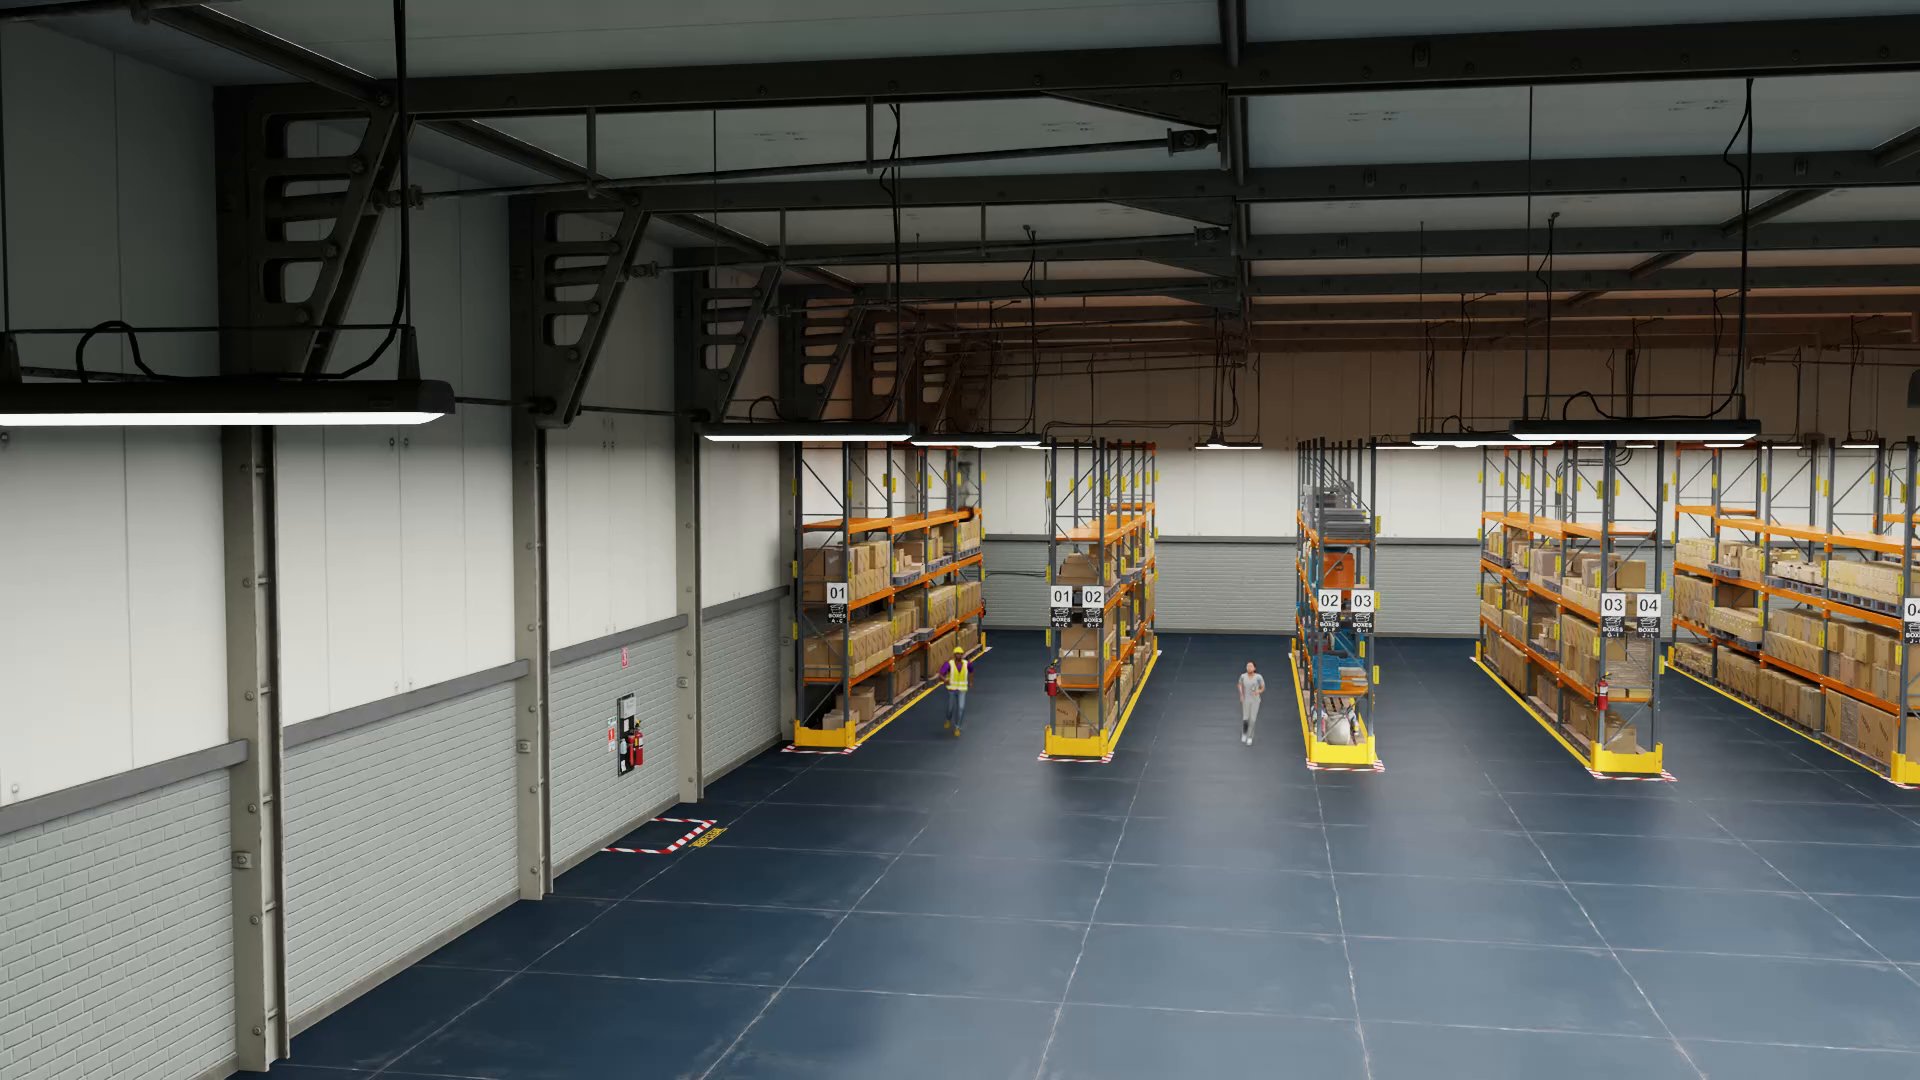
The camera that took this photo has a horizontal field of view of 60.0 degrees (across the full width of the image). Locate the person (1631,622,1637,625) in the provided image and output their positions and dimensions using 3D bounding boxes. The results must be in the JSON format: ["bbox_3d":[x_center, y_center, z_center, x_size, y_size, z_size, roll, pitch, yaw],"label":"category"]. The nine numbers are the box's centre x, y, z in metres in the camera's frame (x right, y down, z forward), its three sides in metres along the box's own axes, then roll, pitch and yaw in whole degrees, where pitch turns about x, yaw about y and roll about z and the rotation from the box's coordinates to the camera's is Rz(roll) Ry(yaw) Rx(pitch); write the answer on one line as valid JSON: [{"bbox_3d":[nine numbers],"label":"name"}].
[{"bbox_3d":[17.036,2.617,42.341,0.676,1.793,0.988,0,3,0],"label":"person"}]

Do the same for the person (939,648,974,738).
[{"bbox_3d":[-0.051,3.055,33.632,0.738,1.761,0.998,0,3,-8],"label":"person"}]

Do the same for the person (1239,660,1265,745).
[{"bbox_3d":[5.679,3.180,32.439,0.541,1.665,0.657,1,3,16],"label":"person"}]
